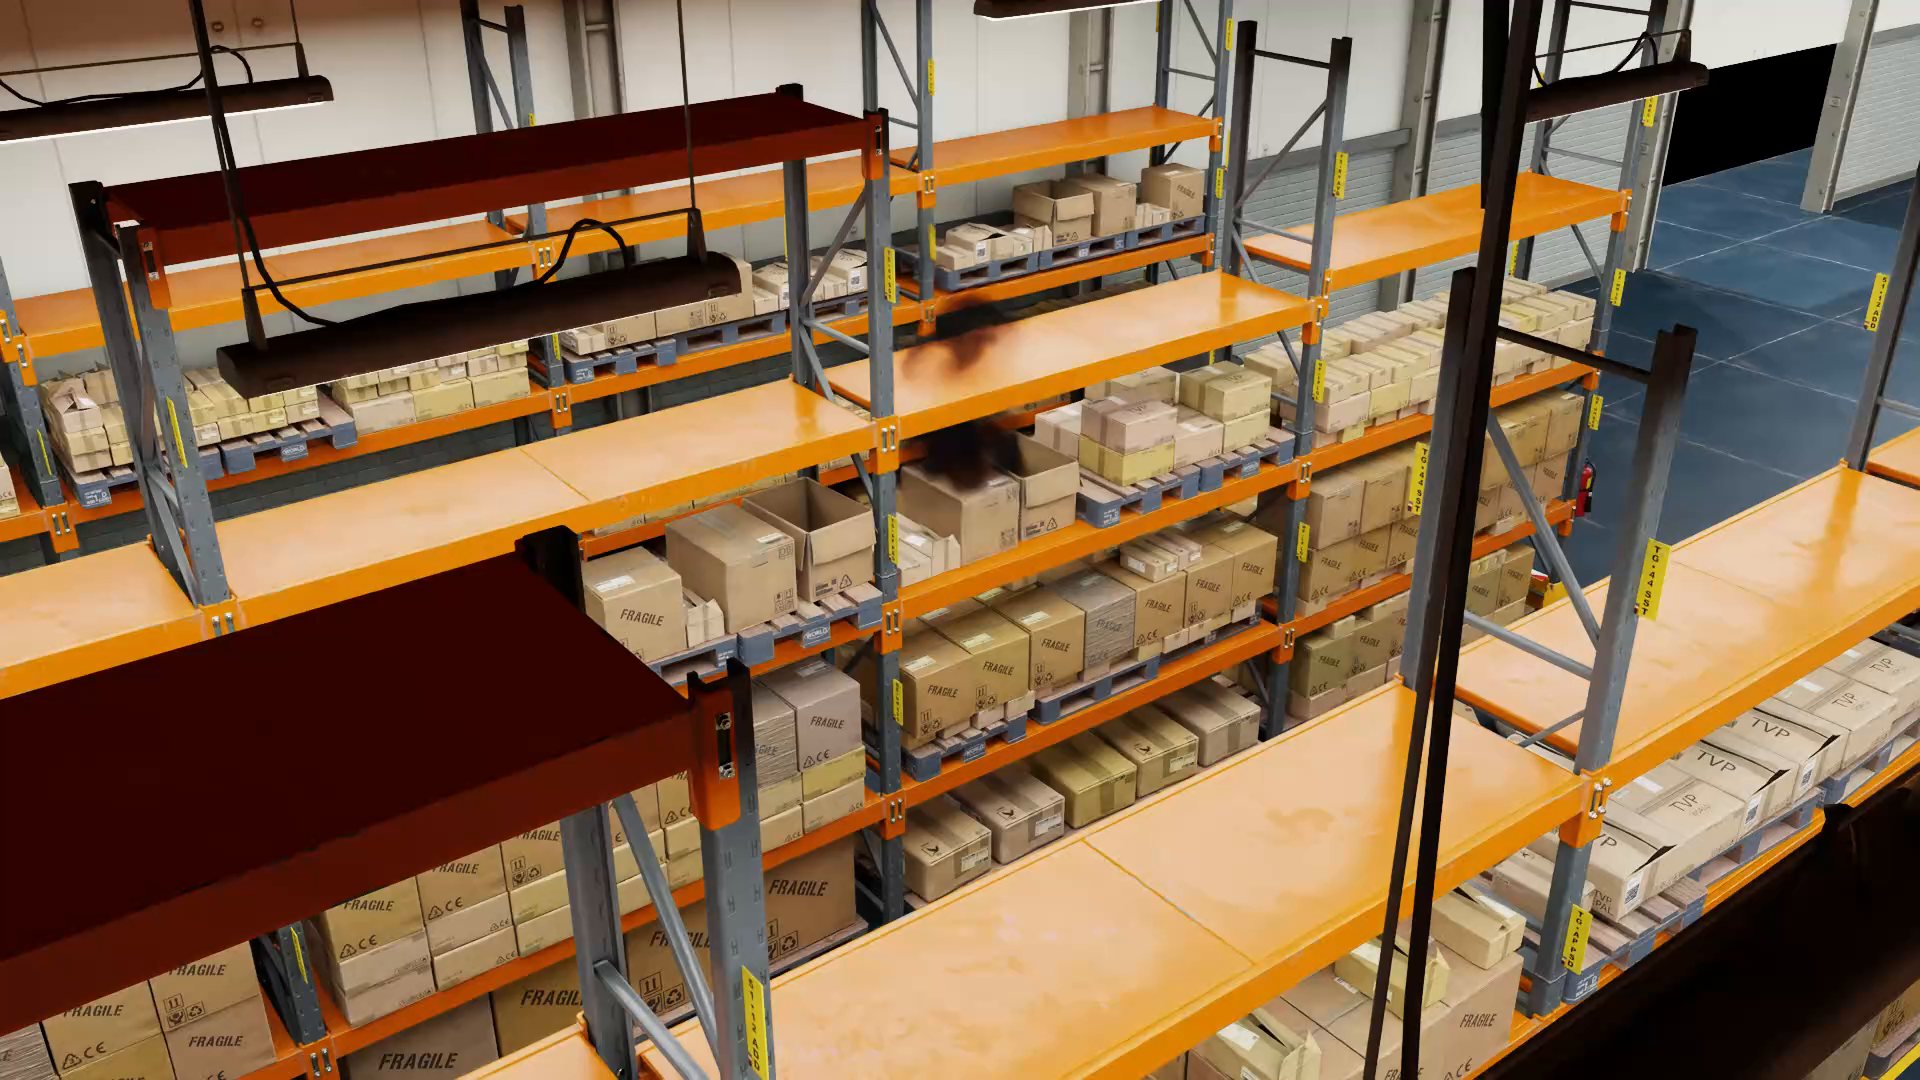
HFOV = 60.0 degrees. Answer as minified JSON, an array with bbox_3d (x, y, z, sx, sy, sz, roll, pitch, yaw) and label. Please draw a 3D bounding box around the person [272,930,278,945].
[{"bbox_3d":[-5.222,2.294,11.327,0.993,1.769,0.661,-23,34,-39],"label":"person"}]
